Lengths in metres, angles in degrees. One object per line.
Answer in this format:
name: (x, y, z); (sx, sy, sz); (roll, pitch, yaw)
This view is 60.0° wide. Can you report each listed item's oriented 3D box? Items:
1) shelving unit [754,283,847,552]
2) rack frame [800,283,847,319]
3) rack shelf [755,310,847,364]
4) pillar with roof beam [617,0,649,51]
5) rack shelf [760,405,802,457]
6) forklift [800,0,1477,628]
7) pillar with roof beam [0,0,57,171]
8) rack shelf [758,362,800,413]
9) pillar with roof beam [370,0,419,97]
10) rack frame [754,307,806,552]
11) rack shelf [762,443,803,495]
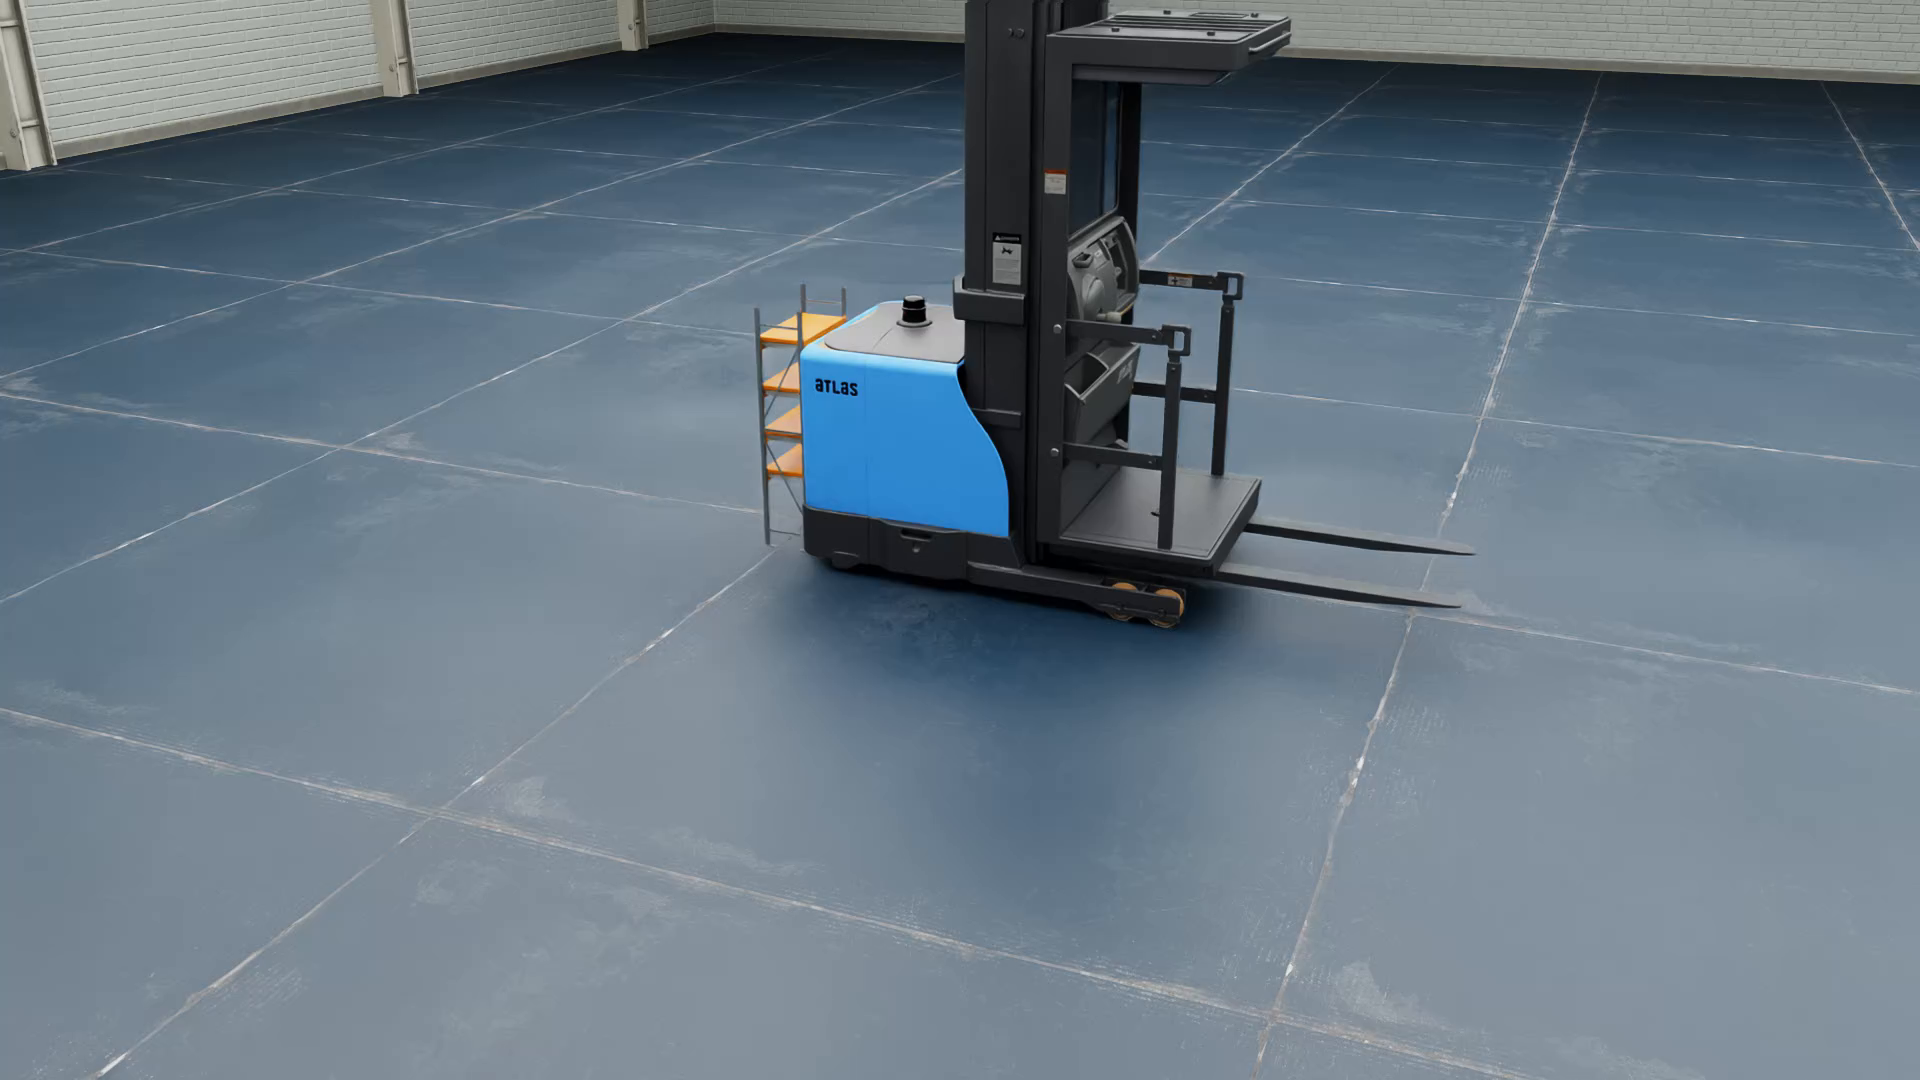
shelving unit: (-0.755, -0.599, 8.127); (0.258, 1.200, 0.503); (8, 24, 19)
rack frame: (-0.668, -0.687, 8.338); (0.240, 1.200, 0.015); (8, 24, 19)
rack shelf: (-0.755, -0.962, 7.976); (0.258, 0.148, 0.480); (8, 24, 19)
pillar with roof beam: (-1.505, -11.837, 24.913); (9.100, 9.000, 0.400); (9, 24, 20)
rack shelf: (-0.755, -0.537, 8.153); (0.258, 0.148, 0.480); (8, 24, 19)
forklift: (0.824, -1.199, 7.317); (3.031, 2.935, 1.130); (9, 24, 20)
pillar with roof beam: (-5.962, -7.543, 14.632); (9.100, 9.000, 0.400); (9, 24, 20)
rack shelf: (-0.755, -0.743, 8.067); (0.258, 0.148, 0.480); (8, 24, 19)
pillar with roof beam: (-3.733, -9.690, 19.773); (9.100, 9.000, 0.400); (9, 24, 20)
rack frame: (-0.842, -0.511, 7.917); (0.240, 1.200, 0.015); (8, 24, 19)
rack shelf: (-0.755, -0.354, 8.230); (0.258, 0.148, 0.480); (8, 24, 19)
